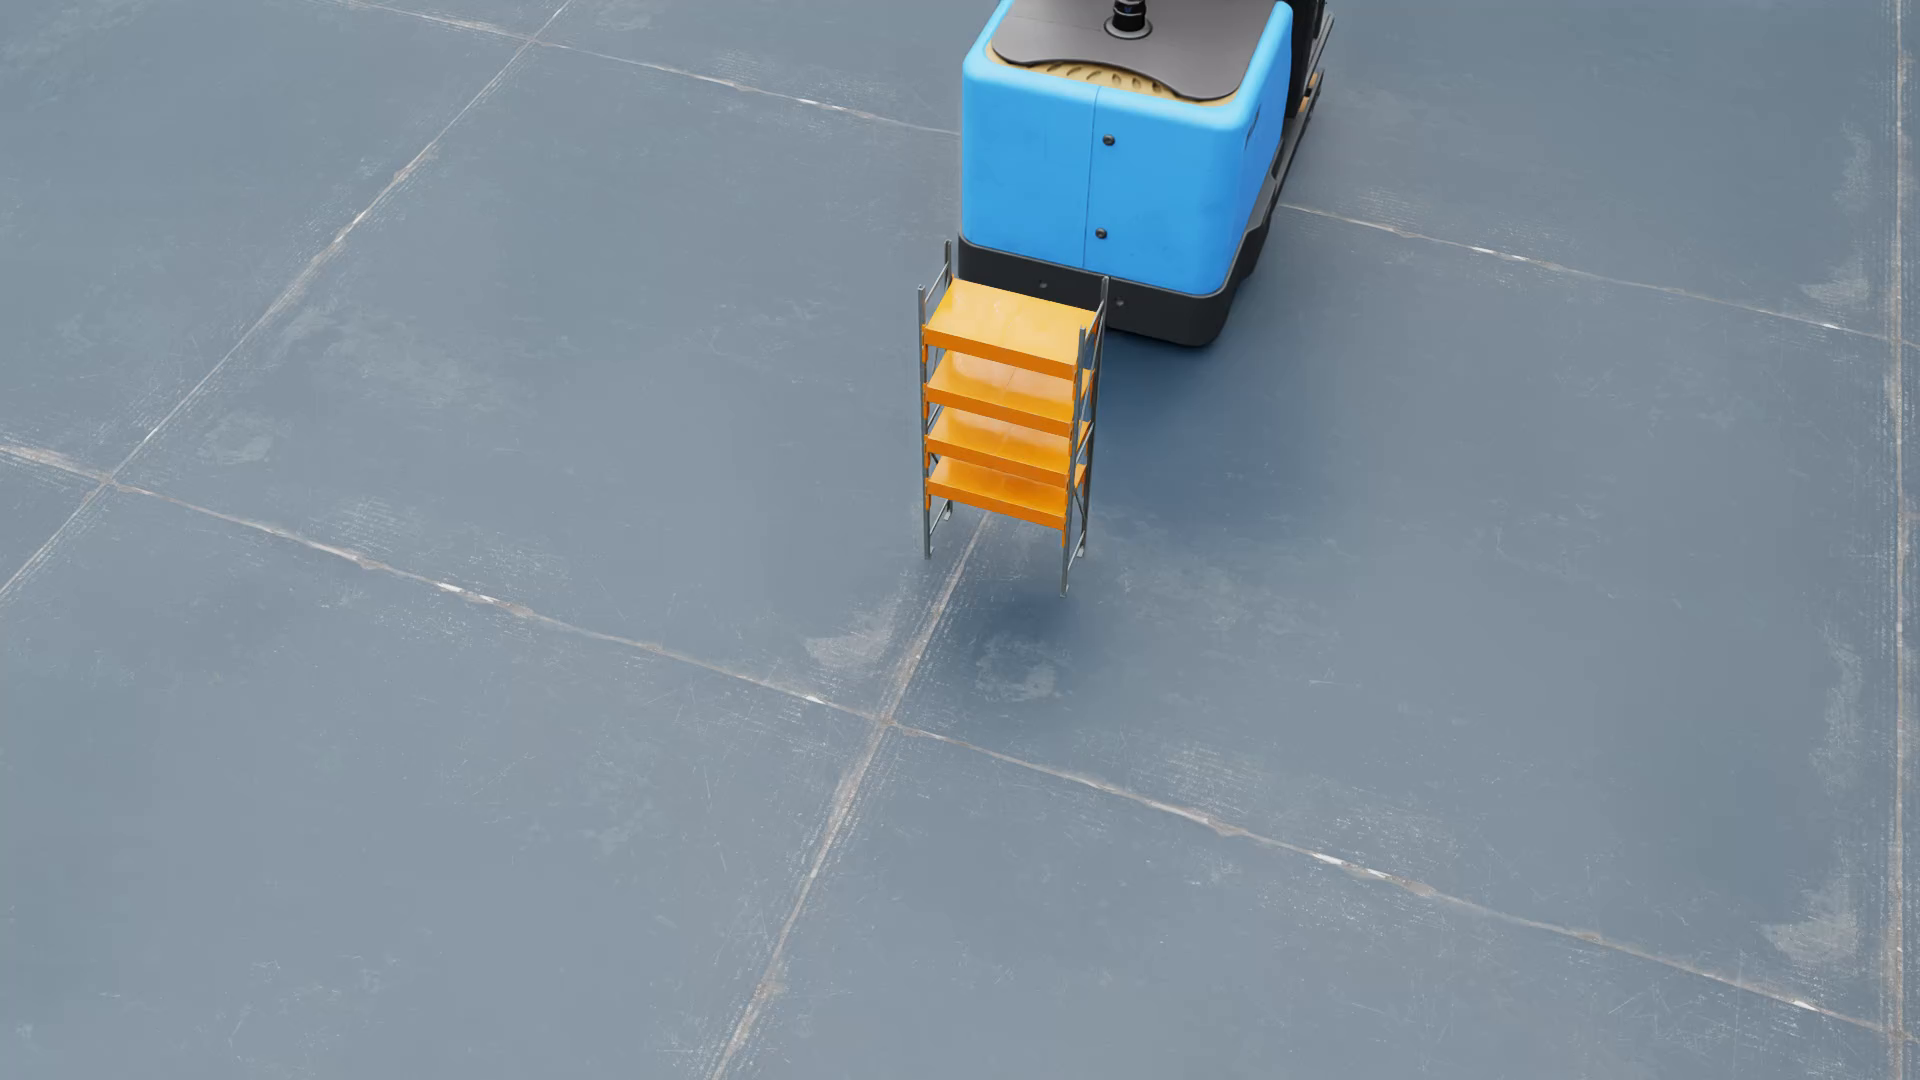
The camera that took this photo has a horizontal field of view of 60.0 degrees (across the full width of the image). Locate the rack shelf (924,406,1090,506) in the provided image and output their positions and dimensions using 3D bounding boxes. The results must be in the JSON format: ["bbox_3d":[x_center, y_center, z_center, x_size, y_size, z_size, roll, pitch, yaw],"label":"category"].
[{"bbox_3d":[0.155,-0.306,5.310,0.480,0.148,0.258,16,51,13],"label":"rack shelf"}]

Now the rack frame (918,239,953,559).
[{"bbox_3d":[-0.074,-0.414,5.314,0.015,1.200,0.240,16,51,13],"label":"rack frame"}]

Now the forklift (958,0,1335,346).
[{"bbox_3d":[0.972,-2.834,6.267,1.130,2.935,3.031,15,51,13],"label":"forklift"}]

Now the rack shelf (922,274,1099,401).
[{"bbox_3d":[0.155,-0.607,4.962,0.480,0.148,0.258,16,51,13],"label":"rack shelf"}]

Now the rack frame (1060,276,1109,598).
[{"bbox_3d":[0.384,-0.286,5.204,0.015,1.200,0.240,16,51,13],"label":"rack frame"}]

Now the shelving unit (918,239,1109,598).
[{"bbox_3d":[0.155,-0.350,5.259,0.503,1.200,0.258,16,51,13],"label":"shelving unit"}]

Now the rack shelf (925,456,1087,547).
[{"bbox_3d":[0.155,-0.176,5.460,0.480,0.148,0.258,16,51,13],"label":"rack shelf"}]

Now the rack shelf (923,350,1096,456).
[{"bbox_3d":[0.155,-0.452,5.141,0.480,0.148,0.258,16,51,13],"label":"rack shelf"}]
